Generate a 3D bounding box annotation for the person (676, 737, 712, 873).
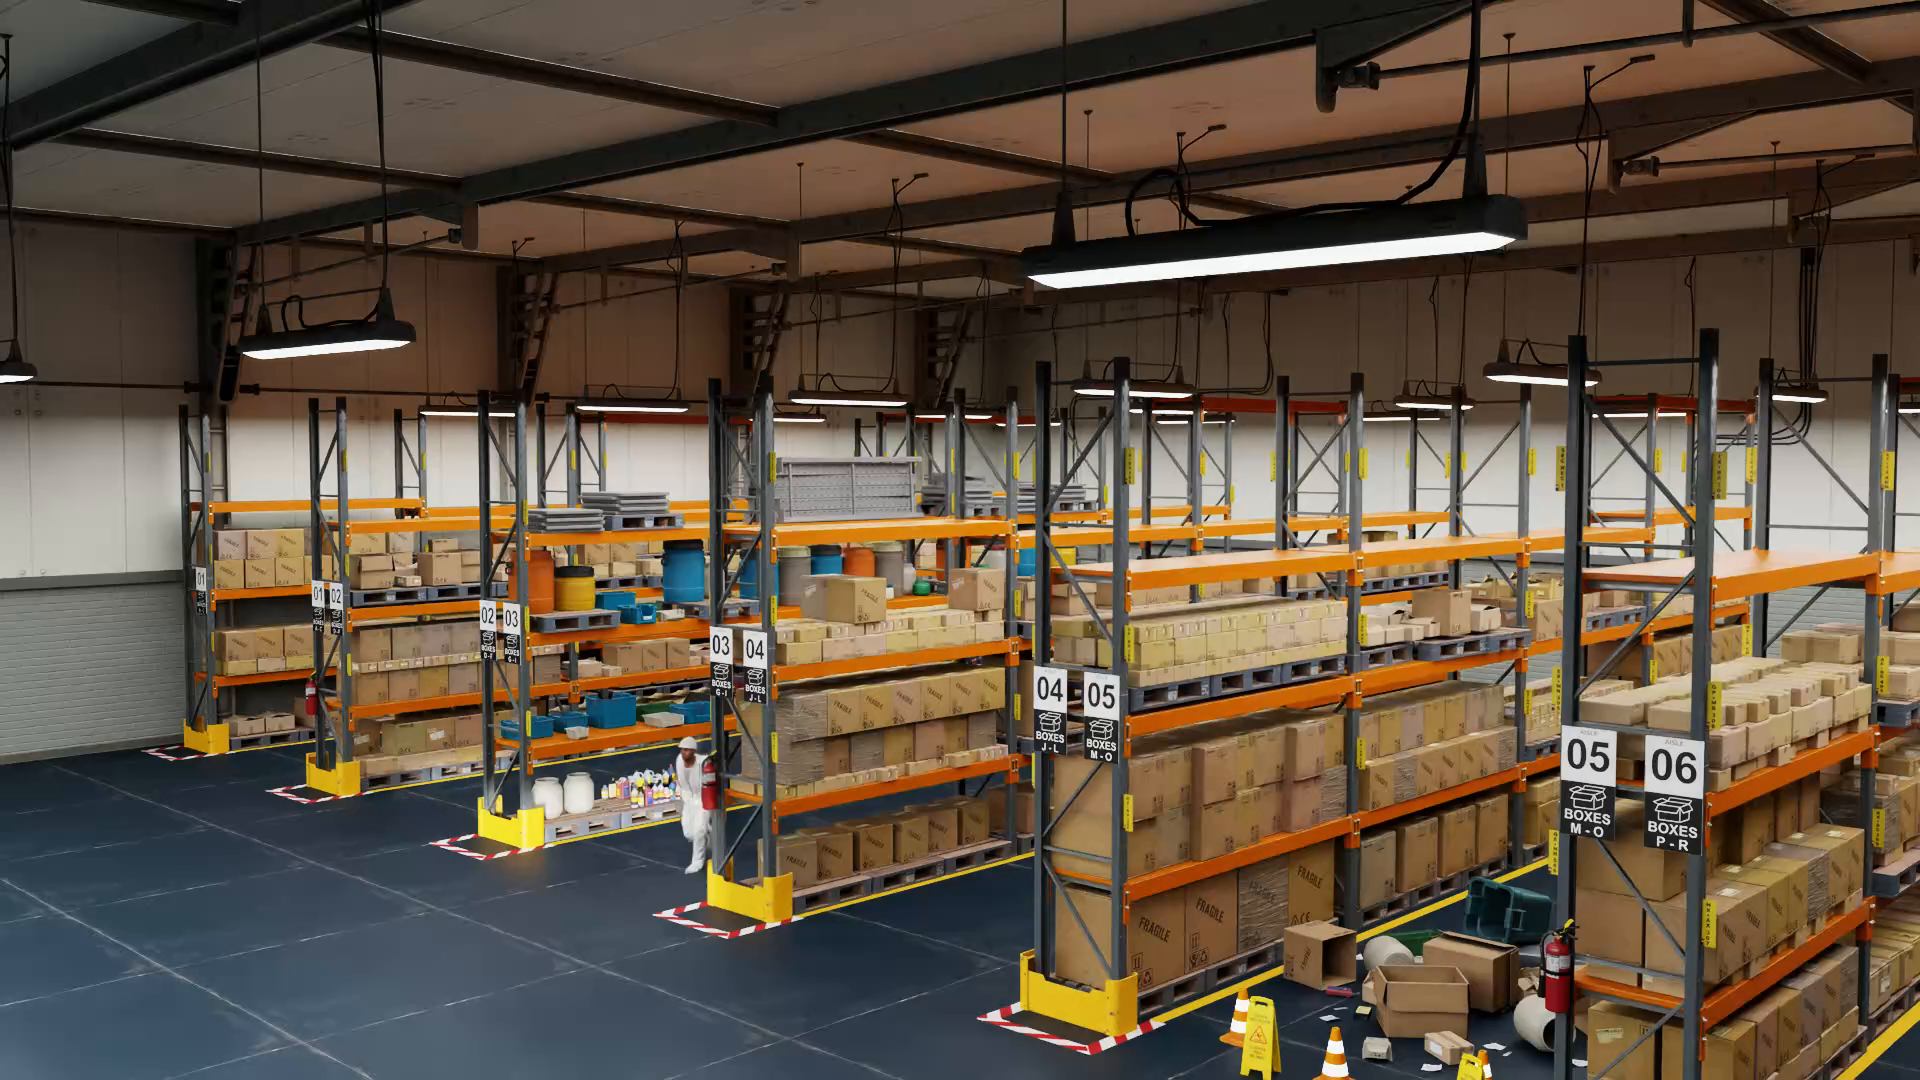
[{"bbox_3d":[-3.215,3.246,20.561,0.678,1.709,0.797,1,3,23],"label":"person"}]
